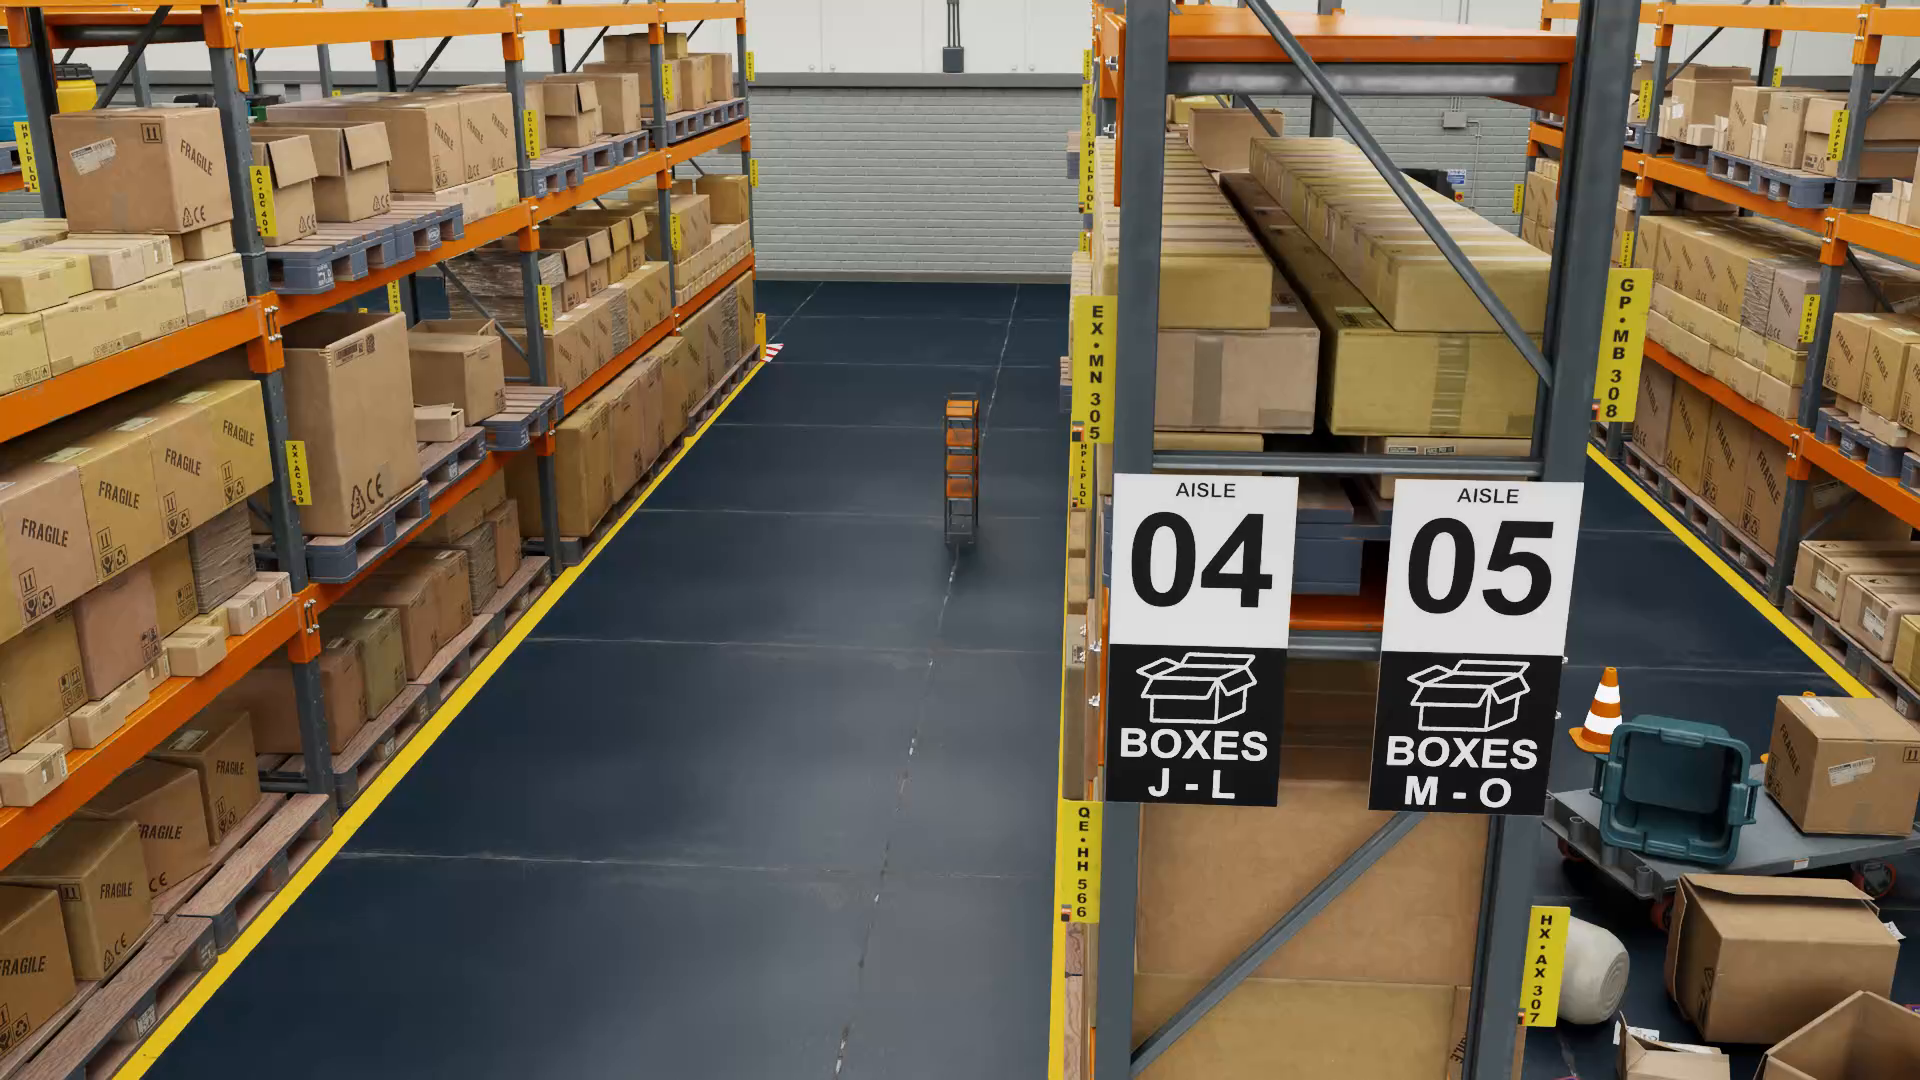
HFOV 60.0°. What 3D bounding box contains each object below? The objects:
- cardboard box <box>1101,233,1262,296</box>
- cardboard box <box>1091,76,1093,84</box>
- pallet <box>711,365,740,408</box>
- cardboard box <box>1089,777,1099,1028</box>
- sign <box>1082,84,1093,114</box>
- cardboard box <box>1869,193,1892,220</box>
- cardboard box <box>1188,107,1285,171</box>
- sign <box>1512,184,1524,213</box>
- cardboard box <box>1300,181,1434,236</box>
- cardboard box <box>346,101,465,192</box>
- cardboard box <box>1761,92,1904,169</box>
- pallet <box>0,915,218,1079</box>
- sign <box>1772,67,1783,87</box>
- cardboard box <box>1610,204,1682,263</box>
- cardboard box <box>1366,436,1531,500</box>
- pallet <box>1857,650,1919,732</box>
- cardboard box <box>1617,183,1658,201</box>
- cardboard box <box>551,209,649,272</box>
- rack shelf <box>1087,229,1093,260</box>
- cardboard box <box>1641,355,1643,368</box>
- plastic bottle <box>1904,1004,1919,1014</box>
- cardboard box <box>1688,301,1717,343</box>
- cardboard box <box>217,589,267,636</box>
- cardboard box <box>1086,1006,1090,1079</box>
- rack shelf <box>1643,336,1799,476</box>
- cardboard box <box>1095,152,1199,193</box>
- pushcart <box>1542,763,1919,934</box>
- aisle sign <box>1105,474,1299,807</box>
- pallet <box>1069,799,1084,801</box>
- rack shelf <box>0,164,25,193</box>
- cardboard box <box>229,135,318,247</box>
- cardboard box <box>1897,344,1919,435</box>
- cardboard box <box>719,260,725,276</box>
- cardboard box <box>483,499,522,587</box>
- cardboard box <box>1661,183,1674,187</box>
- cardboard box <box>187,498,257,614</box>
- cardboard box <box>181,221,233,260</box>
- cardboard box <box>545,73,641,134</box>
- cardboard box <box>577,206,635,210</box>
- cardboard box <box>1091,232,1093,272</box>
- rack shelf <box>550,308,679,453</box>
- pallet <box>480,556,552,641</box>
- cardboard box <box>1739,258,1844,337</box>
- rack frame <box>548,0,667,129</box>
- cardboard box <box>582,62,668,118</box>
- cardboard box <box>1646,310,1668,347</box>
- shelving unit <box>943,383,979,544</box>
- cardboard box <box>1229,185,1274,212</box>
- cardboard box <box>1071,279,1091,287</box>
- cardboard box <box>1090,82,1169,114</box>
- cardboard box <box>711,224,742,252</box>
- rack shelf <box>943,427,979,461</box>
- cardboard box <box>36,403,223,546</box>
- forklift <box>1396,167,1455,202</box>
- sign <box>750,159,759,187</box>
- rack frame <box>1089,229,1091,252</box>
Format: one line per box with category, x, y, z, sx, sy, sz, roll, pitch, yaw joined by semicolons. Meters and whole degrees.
cardboard box;0.541;-0.667;4.110;0.380;0.149;0.250;1;18;4
cardboard box;1.430;-4.315;15.756;0.380;0.149;0.250;1;18;4
pallet;-3.026;-1.703;18.281;1.003;0.211;1.213;1;18;4
cardboard box;0.835;1.096;5.019;0.875;0.550;0.550;1;18;4
sign;1.155;-3.953;15.021;0.100;0.325;0.005;1;18;4
cardboard box;6.162;-2.162;10.791;0.380;0.149;0.250;1;18;4
cardboard box;1.564;-2.203;9.517;0.500;0.500;0.500;1;18;4
sign;6.374;-3.898;18.985;0.100;0.325;0.005;1;18;4
cardboard box;1.288;-1.048;5.274;0.380;0.149;0.250;2;18;5
cardboard box;-3.392;-2.415;10.196;0.500;0.500;0.500;2;18;5
cardboard box;6.236;-2.935;11.909;0.700;0.500;0.500;0;18;1
pallet;-3.915;1.985;7.025;1.003;0.211;1.213;1;18;4
sign;7.183;-4.004;14.673;0.100;0.325;0.005;1;18;4
cardboard box;6.399;-2.868;15.592;0.500;0.500;0.500;1;18;3
cardboard box;1.180;-0.197;3.959;0.380;0.149;0.250;1;18;4
pallet;6.206;0.995;10.046;1.003;0.211;1.213;1;18;4
cardboard box;6.501;-3.362;16.058;0.380;0.149;0.250;1;18;3
cardboard box;-3.281;-2.739;15.195;0.797;0.503;0.637;1;18;2
rack shelf;1.266;-1.492;9.497;1.077;0.370;4.000;1;18;4
cardboard box;6.856;-1.645;17.067;0.875;0.438;0.875;1;18;2
plastic bottle;4.104;2.047;7.077;0.133;0.061;0.283;4;19;13
cardboard box;6.222;-1.753;13.393;0.500;0.250;0.500;1;18;2
cardboard box;-3.567;0.341;7.969;0.380;0.149;0.250;1;18;4
cardboard box;0.819;2.053;5.077;0.875;0.875;0.875;1;18;4
rack shelf;6.497;-1.230;13.514;1.077;0.370;4.000;1;18;4
cardboard box;0.704;-1.377;6.279;0.380;0.149;0.250;1;18;3
pushcart;3.790;1.503;8.231;1.648;0.377;0.936;-5;19;-15
aisle sign;0.532;0.235;3.713;0.394;0.787;0.004;1;18;4
pallet;1.103;1.297;9.127;1.003;0.211;1.213;1;18;4
rack shelf;-8.327;-2.987;14.059;1.077;0.370;4.000;1;18;4
cardboard box;-3.685;-1.747;8.280;0.797;0.503;0.637;0;18;1
cardboard box;6.029;-0.877;9.970;0.500;0.500;0.500;2;18;5
cardboard box;-2.764;-2.944;17.994;0.380;0.149;0.250;2;18;5
cardboard box;-3.558;0.016;11.865;0.700;0.500;0.500;0;18;1
cardboard box;6.980;-3.352;16.027;0.380;0.149;0.250;1;18;4
cardboard box;-3.911;0.020;7.905;0.875;0.500;0.500;1;18;4
cardboard box;-3.552;-1.365;7.556;0.380;0.149;0.250;2;18;6
cardboard box;-3.275;-3.906;14.874;0.700;0.500;0.500;2;18;5
cardboard box;-3.477;-2.989;16.287;0.500;0.500;0.500;2;18;5
cardboard box;0.758;-1.235;7.125;0.380;0.149;0.250;1;18;3
rack shelf;-3.387;-1.451;14.189;1.077;0.370;4.000;1;18;4
pallet;-3.588;0.396;11.875;1.003;0.211;1.213;1;18;4
cardboard box;6.159;-1.799;12.329;0.500;0.500;0.500;2;18;5
rack frame;-3.244;-5.265;15.038;1.000;3.000;0.127;1;18;4
cardboard box;-3.247;-4.378;16.155;0.700;0.500;0.500;0;18;1
cardboard box;6.310;-1.830;14.431;0.500;0.250;0.500;1;18;3
shelving unit;0.012;-0.622;13.393;0.258;1.200;0.503;1;18;4
cardboard box;1.307;-1.214;6.422;0.500;0.250;0.500;1;18;4
cardboard box;1.102;-2.037;13.596;0.380;0.149;0.250;2;18;6
cardboard box;1.455;-3.469;13.535;0.797;0.503;0.637;1;18;3
cardboard box;-2.764;-3.412;18.783;0.500;0.250;0.500;1;18;3
rack shelf;0.012;-0.770;13.344;0.258;0.148;0.480;1;18;4
cardboard box;-3.609;-0.292;7.253;0.500;0.500;0.500;1;18;4
forklift;3.245;-1.259;12.559;1.130;2.935;3.031;1;18;3
sign;-2.417;-4.302;19.496;0.100;0.325;0.005;1;18;4
rack frame;1.696;-2.272;15.539;1.000;3.000;0.127;1;18;4
